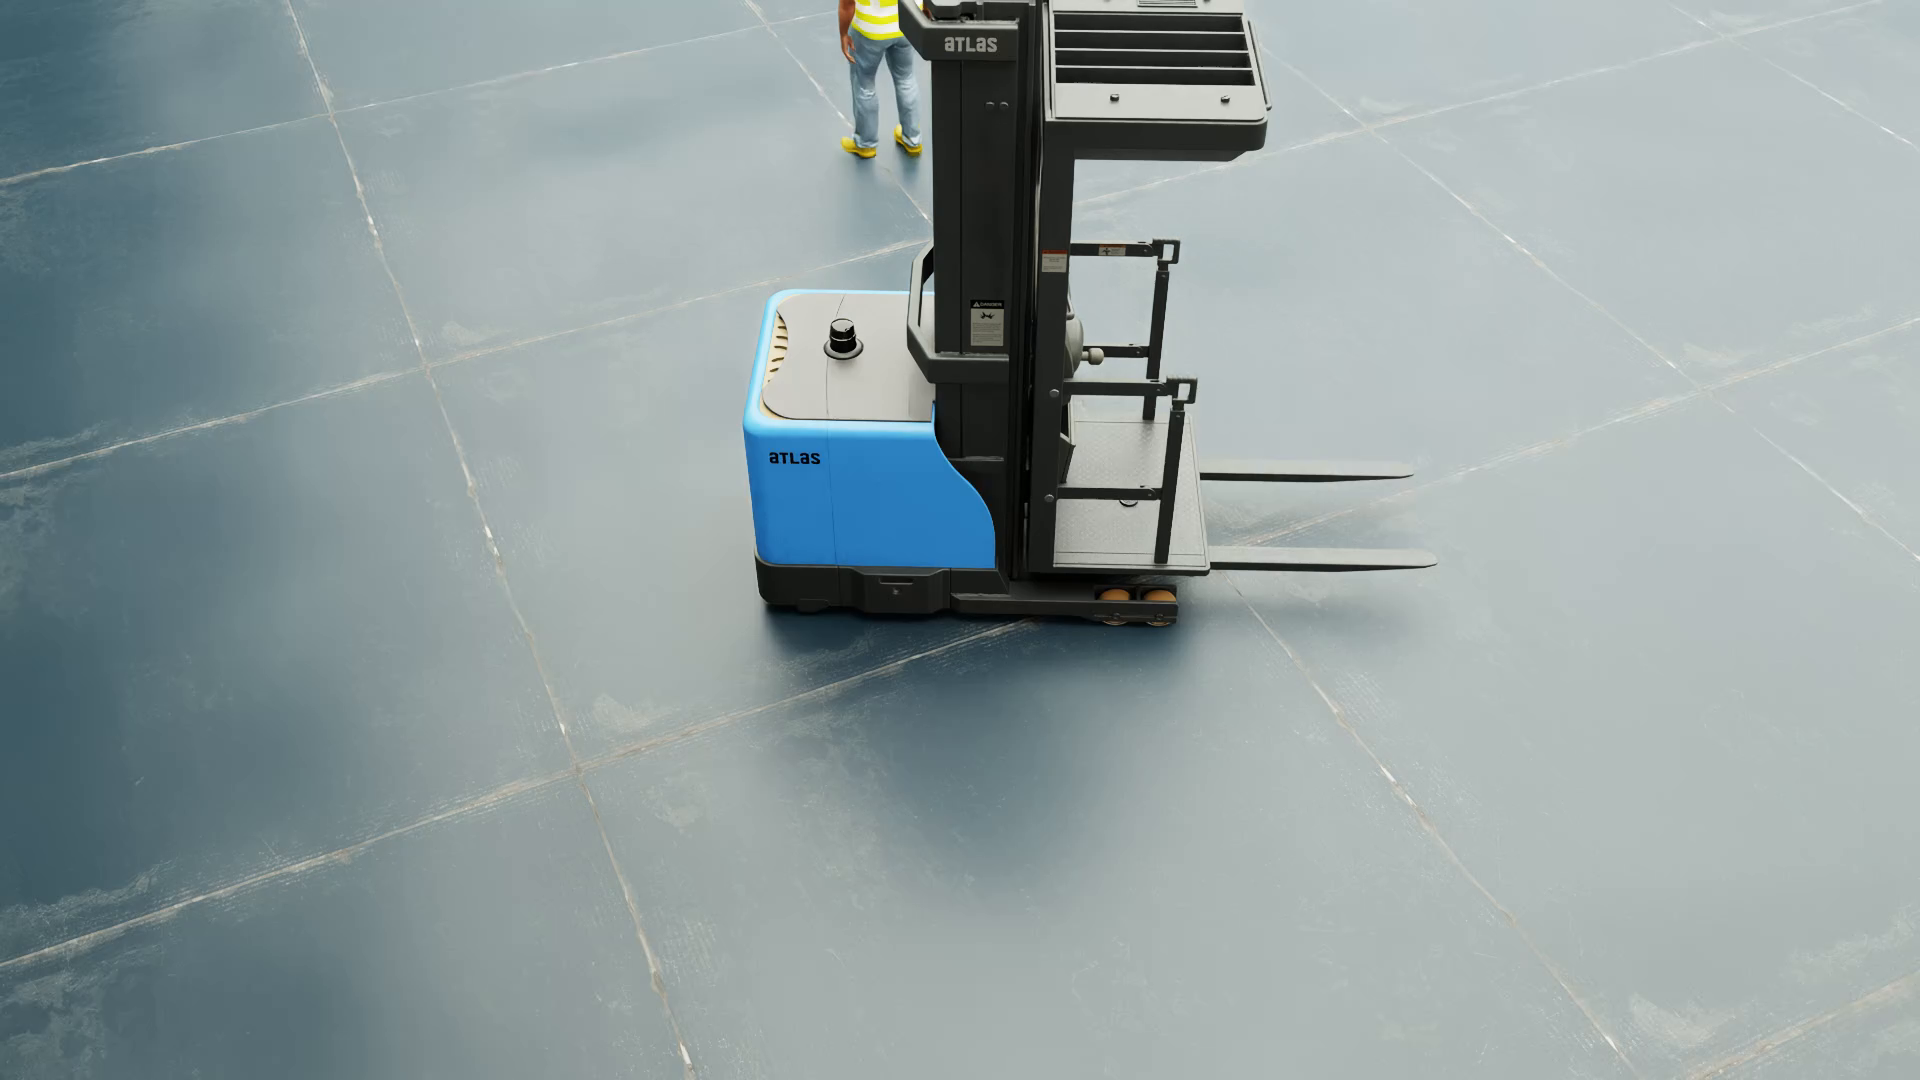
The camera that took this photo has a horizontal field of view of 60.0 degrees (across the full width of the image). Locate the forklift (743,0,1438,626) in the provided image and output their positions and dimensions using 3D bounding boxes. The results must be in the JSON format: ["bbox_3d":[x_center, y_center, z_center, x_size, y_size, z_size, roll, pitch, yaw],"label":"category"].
[{"bbox_3d":[0.619,-1.059,6.815,3.031,2.935,1.130,1,43,1],"label":"forklift"}]

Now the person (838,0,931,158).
[{"bbox_3d":[-0.461,-3.081,9.857,0.659,1.784,0.508,-20,47,-20],"label":"person"}]
